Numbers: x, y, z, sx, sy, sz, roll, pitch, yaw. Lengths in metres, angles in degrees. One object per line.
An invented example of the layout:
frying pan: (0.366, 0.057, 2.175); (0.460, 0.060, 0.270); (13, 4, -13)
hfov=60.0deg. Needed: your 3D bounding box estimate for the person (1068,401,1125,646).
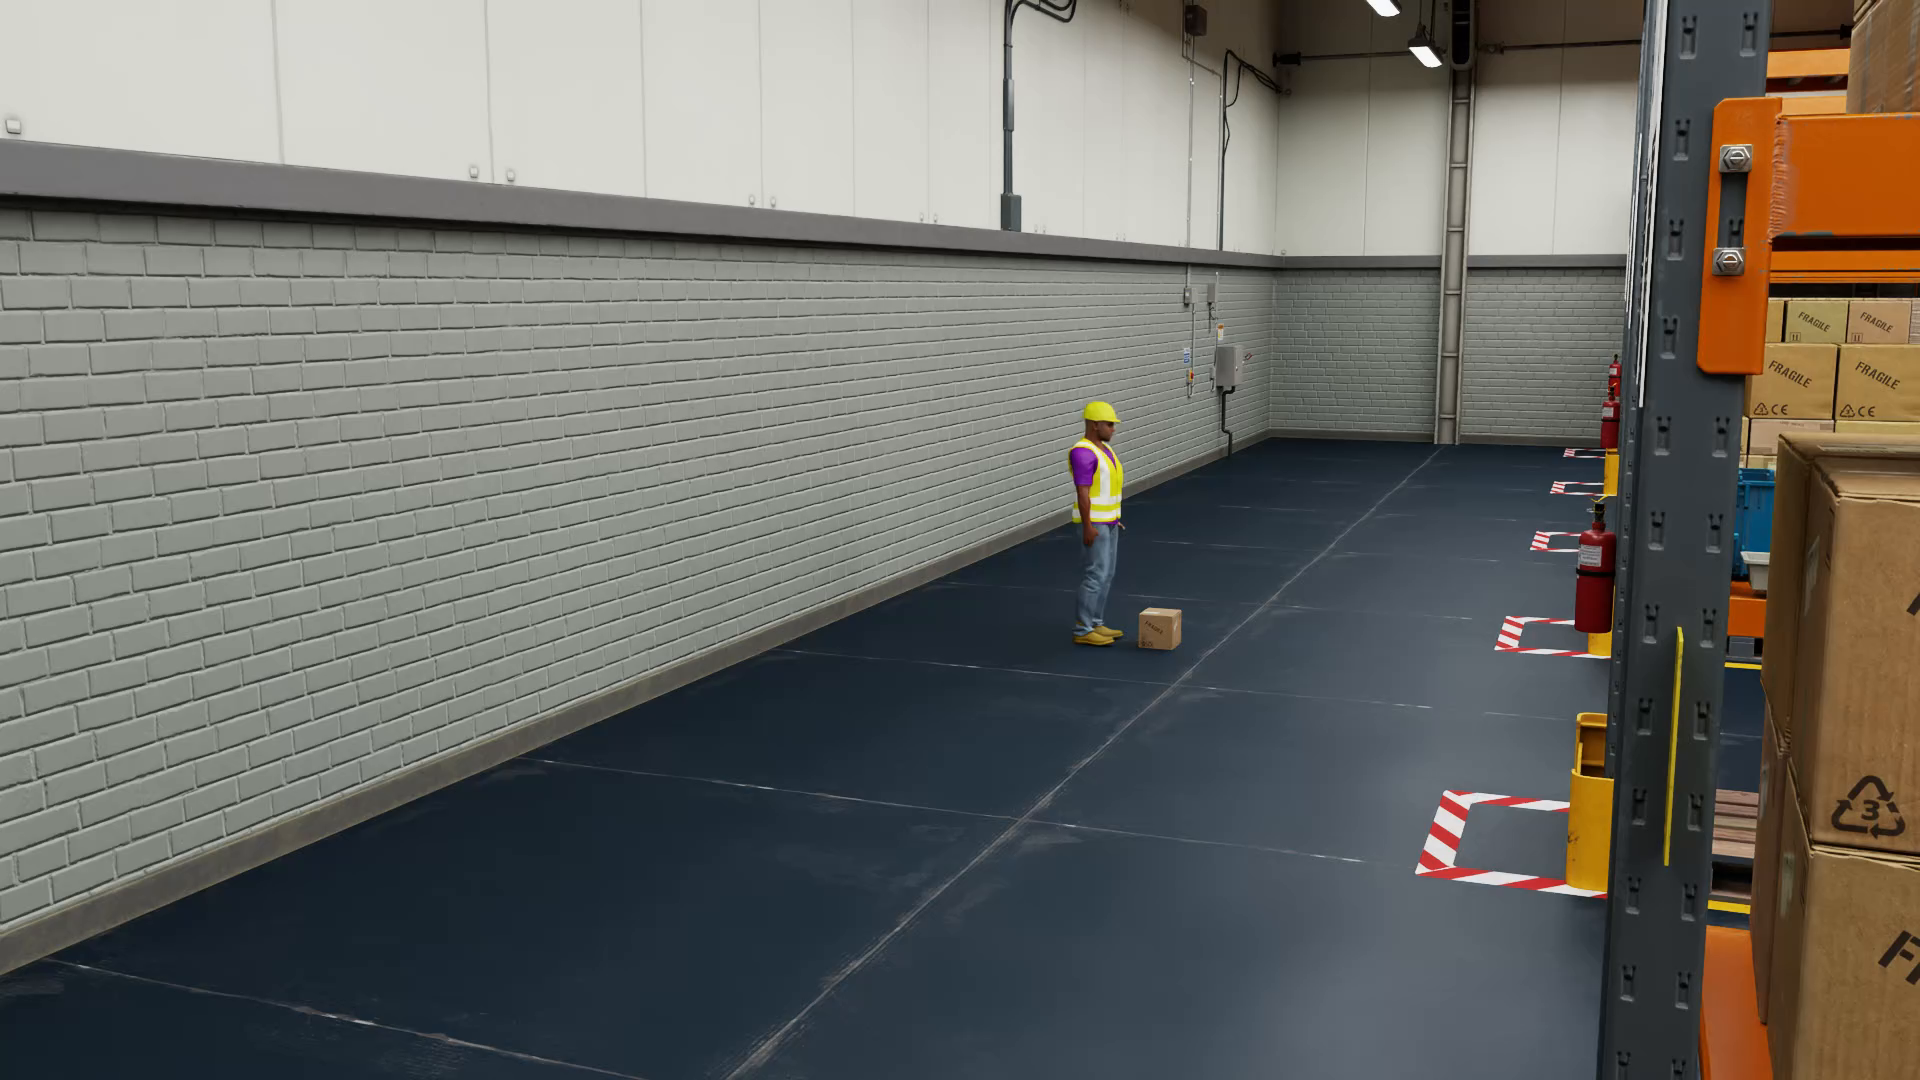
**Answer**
person: (1.005, -0.132, 12.143); (0.366, 1.763, 0.565); (4, 9, 22)
